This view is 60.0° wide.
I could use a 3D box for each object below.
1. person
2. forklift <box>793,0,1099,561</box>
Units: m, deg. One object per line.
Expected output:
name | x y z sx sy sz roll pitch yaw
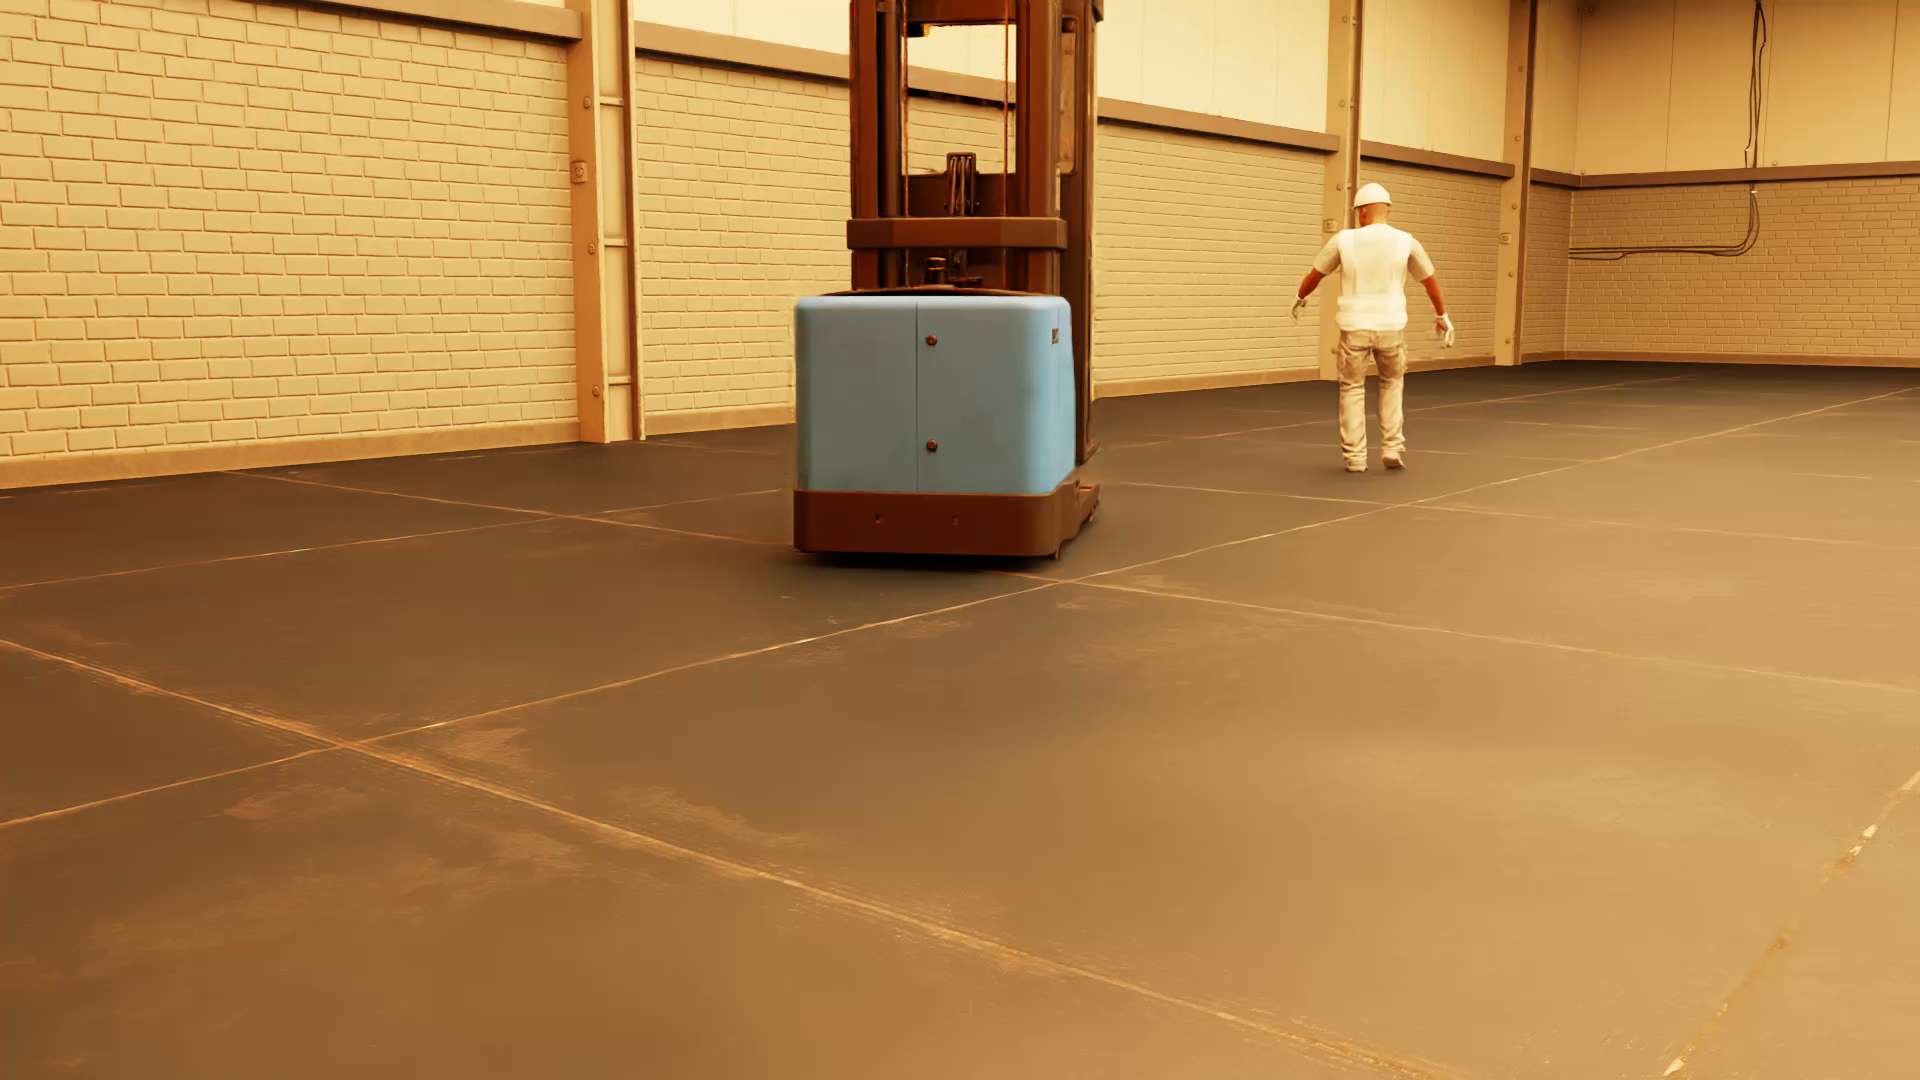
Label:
person | 2.564 -1.280 10.366 0.998 1.773 0.532 2 9 13
forklift | 0.084 -1.541 7.810 1.130 2.935 3.031 1 8 10
